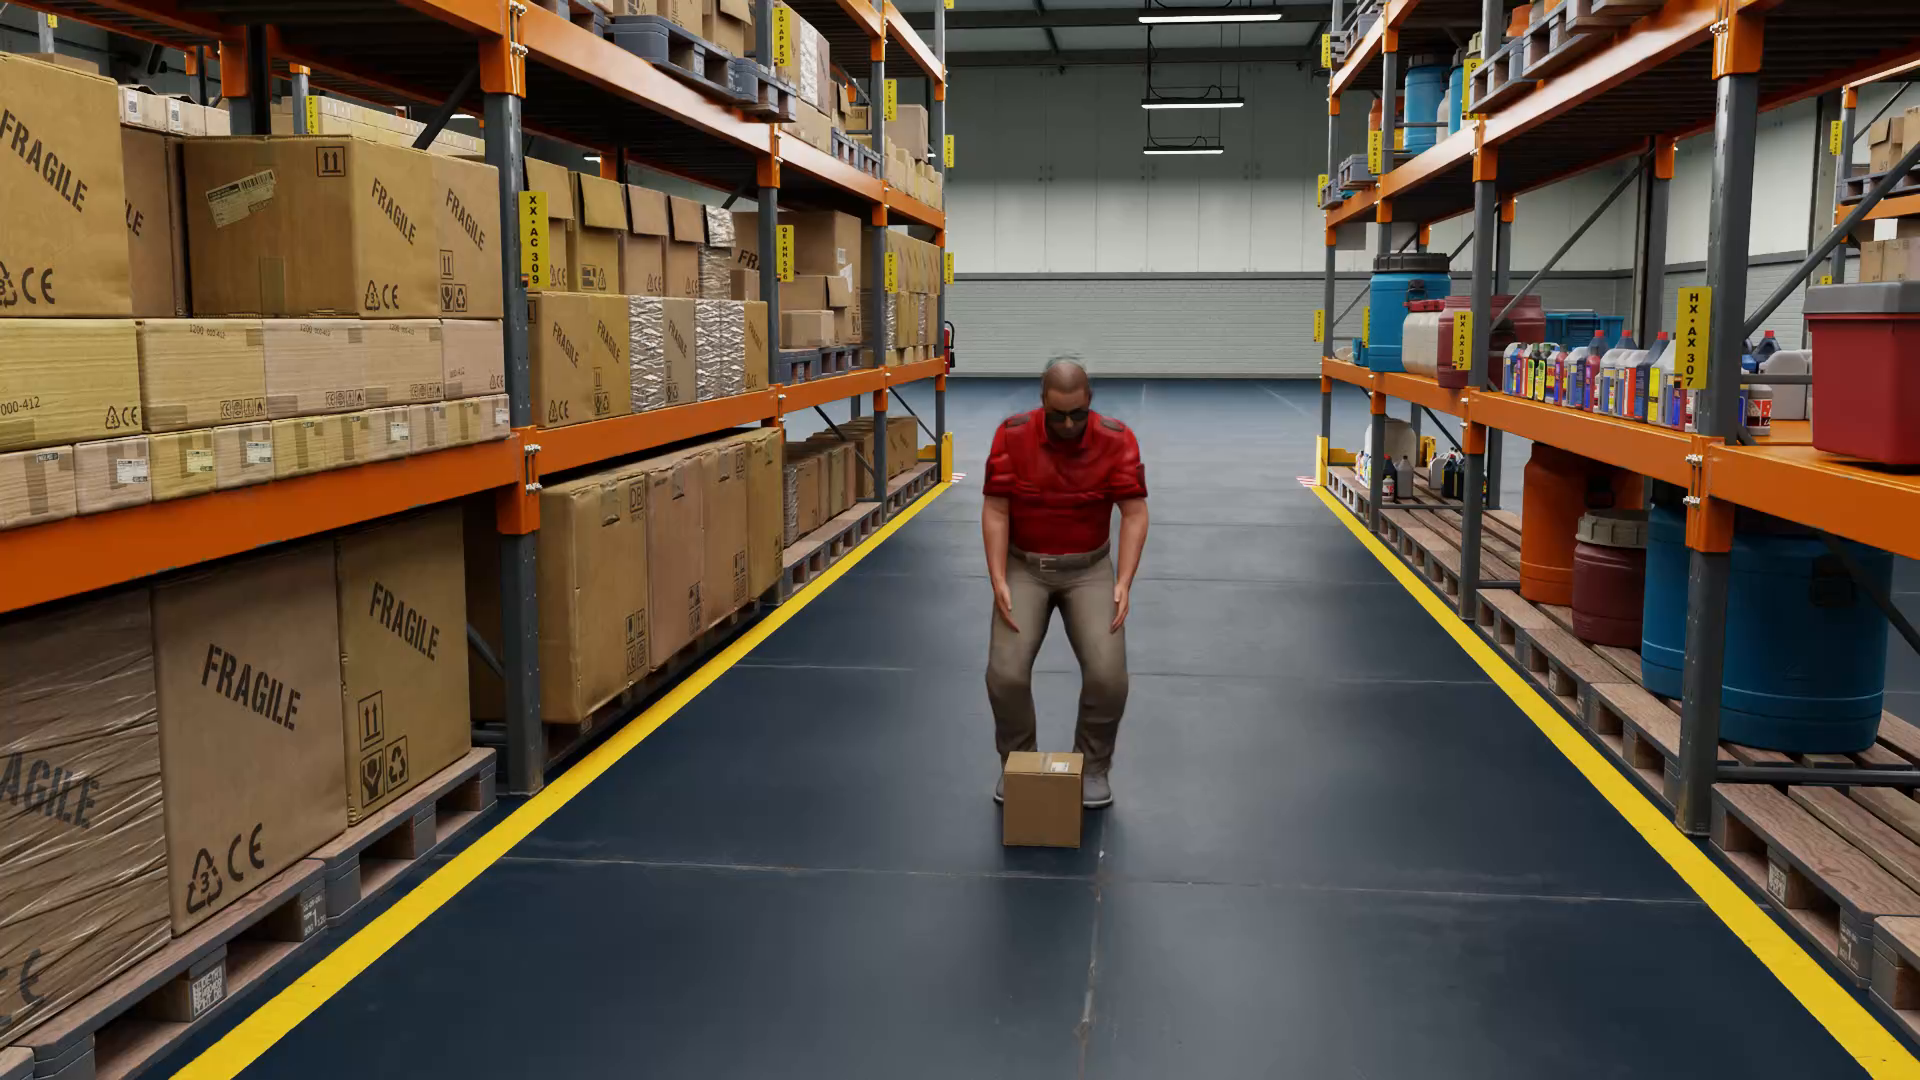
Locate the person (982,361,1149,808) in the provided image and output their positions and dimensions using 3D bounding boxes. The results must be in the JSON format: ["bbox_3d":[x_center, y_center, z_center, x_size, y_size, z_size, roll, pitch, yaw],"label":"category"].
[{"bbox_3d":[0.371,0.153,5.866,0.581,1.566,0.574,1,8,7],"label":"person"}]
